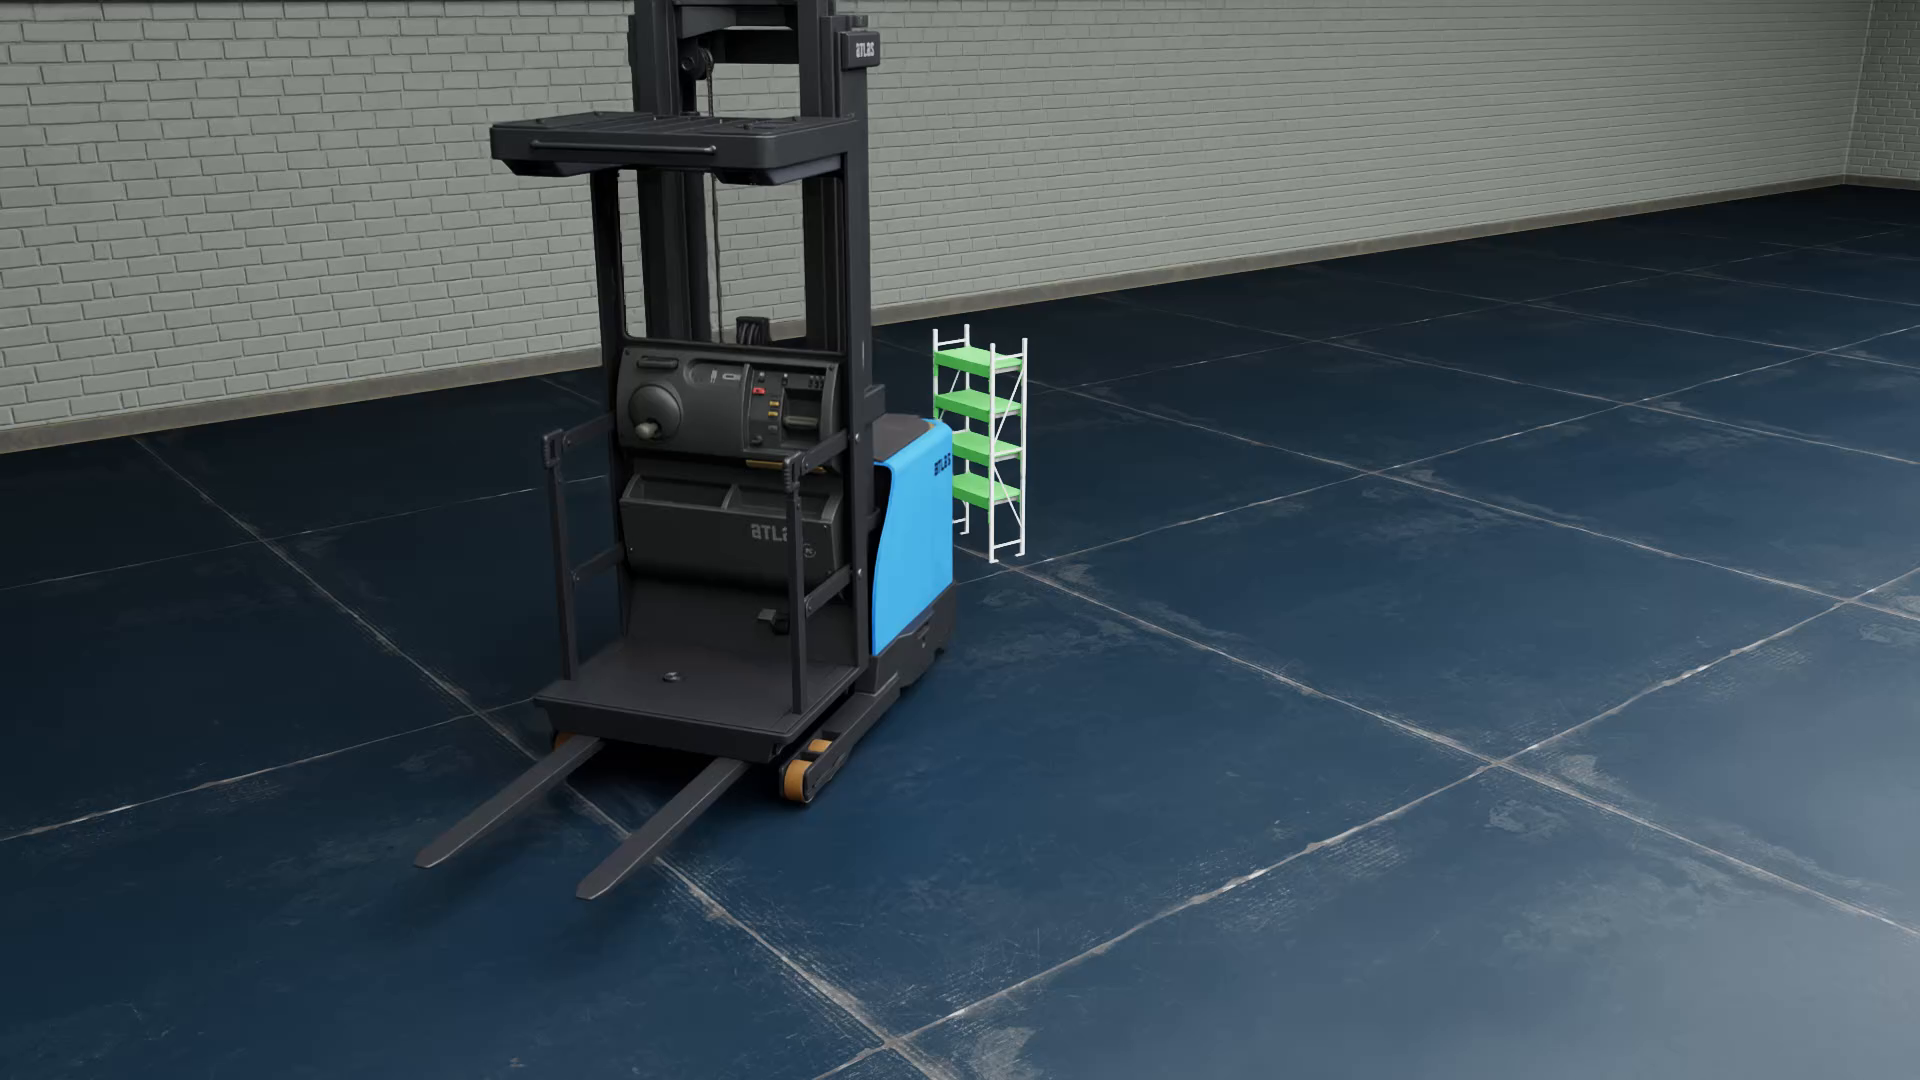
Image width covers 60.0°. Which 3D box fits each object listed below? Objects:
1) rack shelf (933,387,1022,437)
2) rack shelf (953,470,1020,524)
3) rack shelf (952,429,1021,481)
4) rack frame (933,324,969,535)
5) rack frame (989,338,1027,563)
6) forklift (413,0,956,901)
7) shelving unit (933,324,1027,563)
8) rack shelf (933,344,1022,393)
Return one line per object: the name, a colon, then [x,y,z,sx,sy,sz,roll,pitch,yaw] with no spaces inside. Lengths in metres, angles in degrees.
rack shelf: [0.103,-0.696,8.995,0.258,0.148,0.480,-14,23,-36]
rack shelf: [0.103,-0.240,9.146,0.258,0.148,0.480,-14,23,-36]
rack shelf: [0.103,-0.468,9.071,0.258,0.148,0.480,-14,23,-36]
rack frame: [-0.049,-0.589,9.232,0.240,1.200,0.015,-14,23,-36]
rack frame: [0.254,-0.469,8.869,0.240,1.200,0.015,-14,23,-36]
forklift: [-0.982,-0.532,6.306,1.130,2.935,3.031,6,19,18]
shelving unit: [0.103,-0.529,9.051,0.258,1.200,0.503,-14,23,-36]
rack shelf: [0.103,-0.924,8.920,0.258,0.148,0.480,-14,23,-36]
